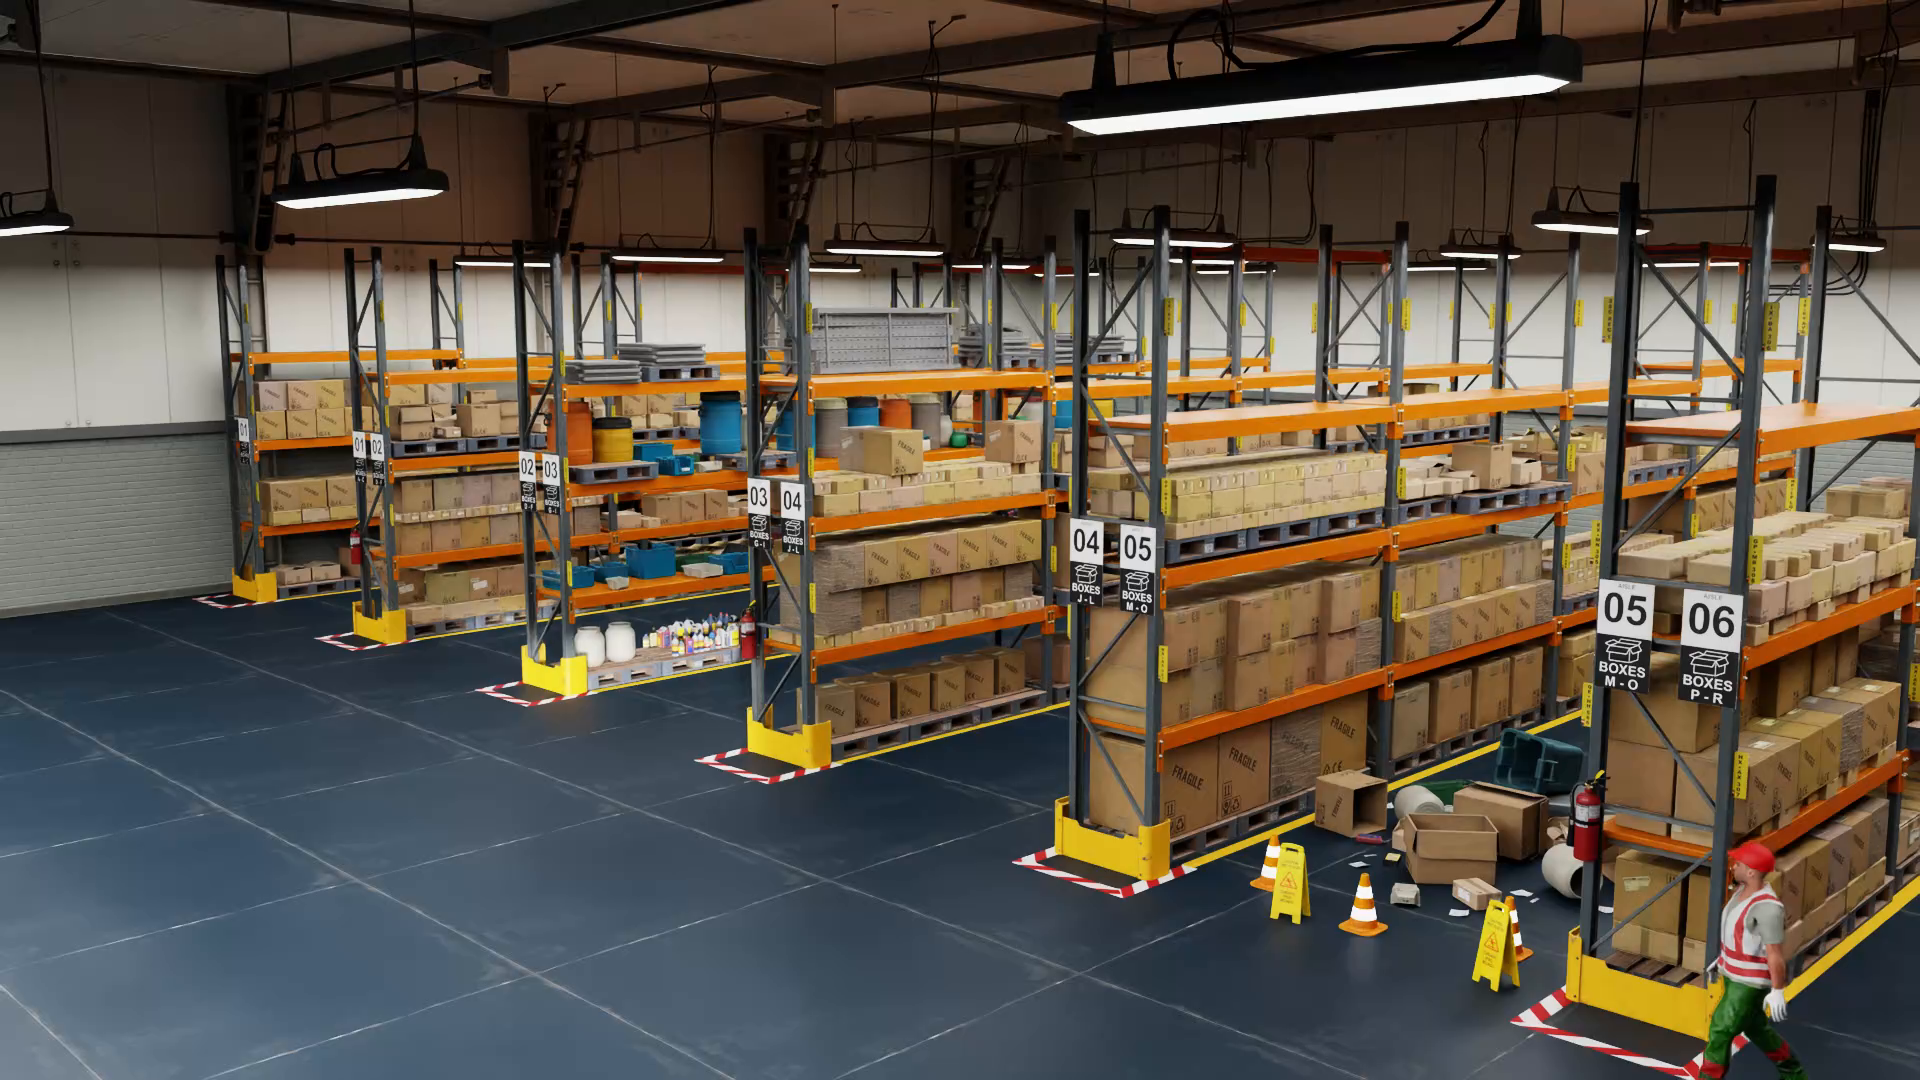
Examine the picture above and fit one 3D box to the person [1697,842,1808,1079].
[{"bbox_3d":[5.020,2.800,10.659,1.023,1.751,0.631,0,8,-1],"label":"person"}]
